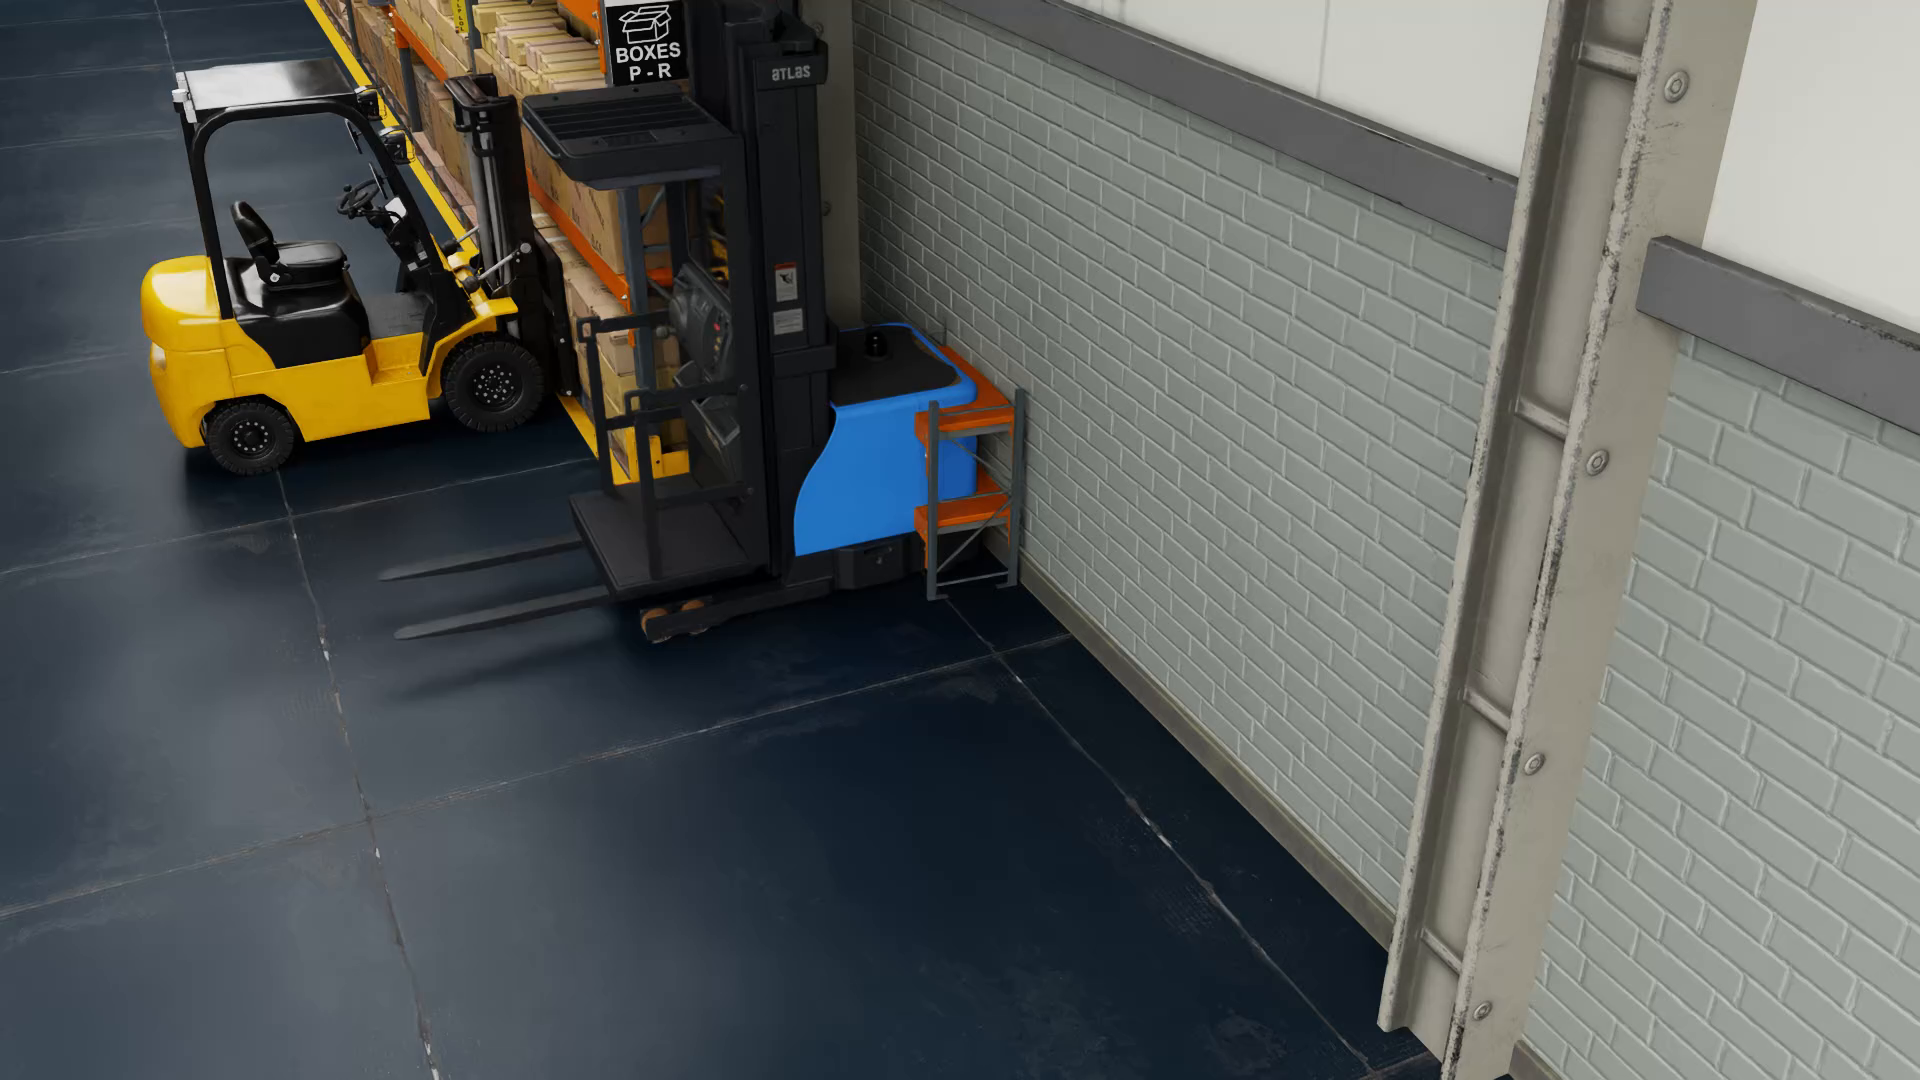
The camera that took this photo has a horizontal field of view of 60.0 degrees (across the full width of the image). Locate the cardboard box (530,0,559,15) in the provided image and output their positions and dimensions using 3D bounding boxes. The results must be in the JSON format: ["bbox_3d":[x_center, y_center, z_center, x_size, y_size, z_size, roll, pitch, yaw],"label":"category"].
[{"bbox_3d":[-3.017,-3.933,12.431,0.380,0.149,0.250,-14,32,-23],"label":"cardboard box"}]

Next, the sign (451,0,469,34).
[{"bbox_3d":[-3.546,-3.758,11.782,0.100,0.325,0.005,-13,32,-22],"label":"sign"}]

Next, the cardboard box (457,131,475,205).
[{"bbox_3d":[-3.620,-3.126,13.756,0.875,0.625,0.625,-13,32,-22],"label":"cardboard box"}]

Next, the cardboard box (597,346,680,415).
[{"bbox_3d":[-1.834,-0.990,9.820,0.500,0.250,0.500,-14,32,-23],"label":"cardboard box"}]

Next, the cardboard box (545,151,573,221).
[{"bbox_3d":[-2.226,-2.302,10.186,0.500,0.500,0.500,-14,32,-23],"label":"cardboard box"}]

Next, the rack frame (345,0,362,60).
[{"bbox_3d":[-6.494,-6.940,18.559,1.000,3.000,0.127,-13,32,-22],"label":"rack frame"}]

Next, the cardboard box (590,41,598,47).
[{"bbox_3d":[-2.299,-3.316,11.331,0.380,0.149,0.250,-13,32,-22],"label":"cardboard box"}]

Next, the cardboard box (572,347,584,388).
[{"bbox_3d":[-2.241,-1.208,10.720,0.500,0.250,0.500,-13,32,-21],"label":"cardboard box"}]

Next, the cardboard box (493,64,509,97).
[{"bbox_3d":[-2.866,-2.972,11.381,0.500,0.500,0.500,-13,32,-21],"label":"cardboard box"}]

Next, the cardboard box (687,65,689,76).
[{"bbox_3d":[-1.730,-2.748,10.015,0.380,0.149,0.250,-12,31,-20],"label":"cardboard box"}]

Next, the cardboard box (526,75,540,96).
[{"bbox_3d":[-2.515,-2.849,10.499,0.380,0.149,0.250,-14,32,-23],"label":"cardboard box"}]

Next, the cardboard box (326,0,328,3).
[{"bbox_3d":[-7.702,-7.124,21.013,0.700,0.500,0.500,-12,31,-20],"label":"cardboard box"}]

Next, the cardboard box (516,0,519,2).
[{"bbox_3d":[-3.319,-4.281,13.052,0.380,0.149,0.250,-13,32,-22],"label":"cardboard box"}]

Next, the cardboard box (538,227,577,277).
[{"bbox_3d":[-2.483,-1.867,10.873,0.500,0.250,0.500,-14,32,-23],"label":"cardboard box"}]

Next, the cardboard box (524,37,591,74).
[{"bbox_3d":[-2.566,-3.107,10.654,0.380,0.149,0.250,-13,32,-22],"label":"cardboard box"}]

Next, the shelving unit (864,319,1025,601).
[{"bbox_3d":[-0.107,-0.455,8.888,0.538,1.125,1.048,-10,31,-19],"label":"shelving unit"}]

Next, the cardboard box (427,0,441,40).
[{"bbox_3d":[-3.943,-4.174,13.270,0.500,0.250,0.500,-12,32,-21],"label":"cardboard box"}]

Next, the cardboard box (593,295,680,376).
[{"bbox_3d":[-1.822,-1.197,9.677,0.500,0.250,0.500,-12,31,-20],"label":"cardboard box"}]

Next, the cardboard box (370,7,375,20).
[{"bbox_3d":[-6.068,-5.648,17.718,0.380,0.149,0.250,-13,32,-22],"label":"cardboard box"}]

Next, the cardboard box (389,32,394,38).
[{"bbox_3d":[-5.436,-4.953,16.480,0.380,0.149,0.250,-14,32,-24],"label":"cardboard box"}]

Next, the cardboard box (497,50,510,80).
[{"bbox_3d":[-2.872,-3.188,11.104,0.380,0.149,0.250,-12,32,-21],"label":"cardboard box"}]

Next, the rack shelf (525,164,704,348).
[{"bbox_3d":[-2.201,-2.209,10.857,1.077,0.370,4.000,-13,32,-22],"label":"rack shelf"}]

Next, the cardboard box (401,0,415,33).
[{"bbox_3d":[-4.596,-4.637,14.605,0.500,0.250,0.500,-14,32,-23],"label":"cardboard box"}]

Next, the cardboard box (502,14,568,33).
[{"bbox_3d":[-2.879,-3.452,11.269,0.380,0.149,0.250,-14,32,-23],"label":"cardboard box"}]

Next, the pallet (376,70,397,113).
[{"bbox_3d":[-5.583,-4.832,17.652,1.003,0.211,1.213,-13,32,-22],"label":"pallet"}]

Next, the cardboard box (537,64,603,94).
[{"bbox_3d":[-2.325,-2.752,10.021,0.380,0.149,0.250,-12,32,-21],"label":"cardboard box"}]

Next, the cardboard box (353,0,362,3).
[{"bbox_3d":[-6.580,-6.101,18.527,0.380,0.149,0.250,-12,31,-20],"label":"cardboard box"}]

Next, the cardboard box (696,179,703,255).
[{"bbox_3d":[-1.304,-1.960,9.576,0.500,0.500,0.500,-12,31,-20],"label":"cardboard box"}]

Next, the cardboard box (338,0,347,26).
[{"bbox_3d":[-7.152,-6.272,19.735,0.396,0.266,0.258,-12,31,-20],"label":"cardboard box"}]

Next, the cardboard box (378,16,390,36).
[{"bbox_3d":[-5.762,-5.305,17.107,0.380,0.149,0.250,-15,32,-24],"label":"cardboard box"}]

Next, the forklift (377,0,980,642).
[{"bbox_3d":[-1.457,-1.060,8.144,3.031,2.935,1.130,-12,32,-21],"label":"forklift"}]

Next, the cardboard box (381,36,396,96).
[{"bbox_3d":[-5.585,-4.861,16.979,0.500,0.500,0.500,-12,31,-20],"label":"cardboard box"}]

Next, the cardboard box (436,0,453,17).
[{"bbox_3d":[-3.824,-4.154,12.826,0.380,0.149,0.250,-14,32,-24],"label":"cardboard box"}]

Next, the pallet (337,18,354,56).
[{"bbox_3d":[-6.788,-6.027,19.782,1.003,0.211,1.213,-13,32,-22],"label":"pallet"}]

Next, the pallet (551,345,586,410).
[{"bbox_3d":[-2.228,-1.290,11.334,1.003,0.211,1.213,-13,32,-22],"label":"pallet"}]

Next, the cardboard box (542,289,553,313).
[{"bbox_3d":[-2.491,-1.659,11.013,0.500,0.250,0.500,-13,32,-22],"label":"cardboard box"}]

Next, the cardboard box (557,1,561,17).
[{"bbox_3d":[-2.650,-3.785,11.863,0.380,0.149,0.250,-13,32,-22],"label":"cardboard box"}]

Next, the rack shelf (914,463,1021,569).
[{"bbox_3d":[-0.111,-0.242,9.008,0.538,0.278,1.000,-10,31,-19],"label":"rack shelf"}]

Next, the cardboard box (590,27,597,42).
[{"bbox_3d":[-2.290,-3.453,11.272,0.380,0.149,0.250,-14,32,-23],"label":"cardboard box"}]

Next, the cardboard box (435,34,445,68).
[{"bbox_3d":[-3.919,-3.955,13.389,0.500,0.250,0.500,-13,32,-22],"label":"cardboard box"}]

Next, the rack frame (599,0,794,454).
[{"bbox_3d":[-1.342,-1.639,9.106,1.000,3.000,0.127,-13,32,-22],"label":"rack frame"}]

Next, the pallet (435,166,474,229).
[{"bbox_3d":[-3.939,-3.046,14.467,1.003,0.211,1.213,-13,32,-22],"label":"pallet"}]

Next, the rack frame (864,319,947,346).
[{"bbox_3d":[-0.288,-0.690,9.301,0.500,1.125,0.032,-10,31,-19],"label":"rack frame"}]

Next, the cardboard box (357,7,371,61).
[{"bbox_3d":[-6.252,-5.539,18.187,0.500,0.500,0.500,-14,32,-23],"label":"cardboard box"}]

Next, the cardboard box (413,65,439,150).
[{"bbox_3d":[-4.521,-4.042,15.390,0.875,0.625,0.625,-12,31,-20],"label":"cardboard box"}]
